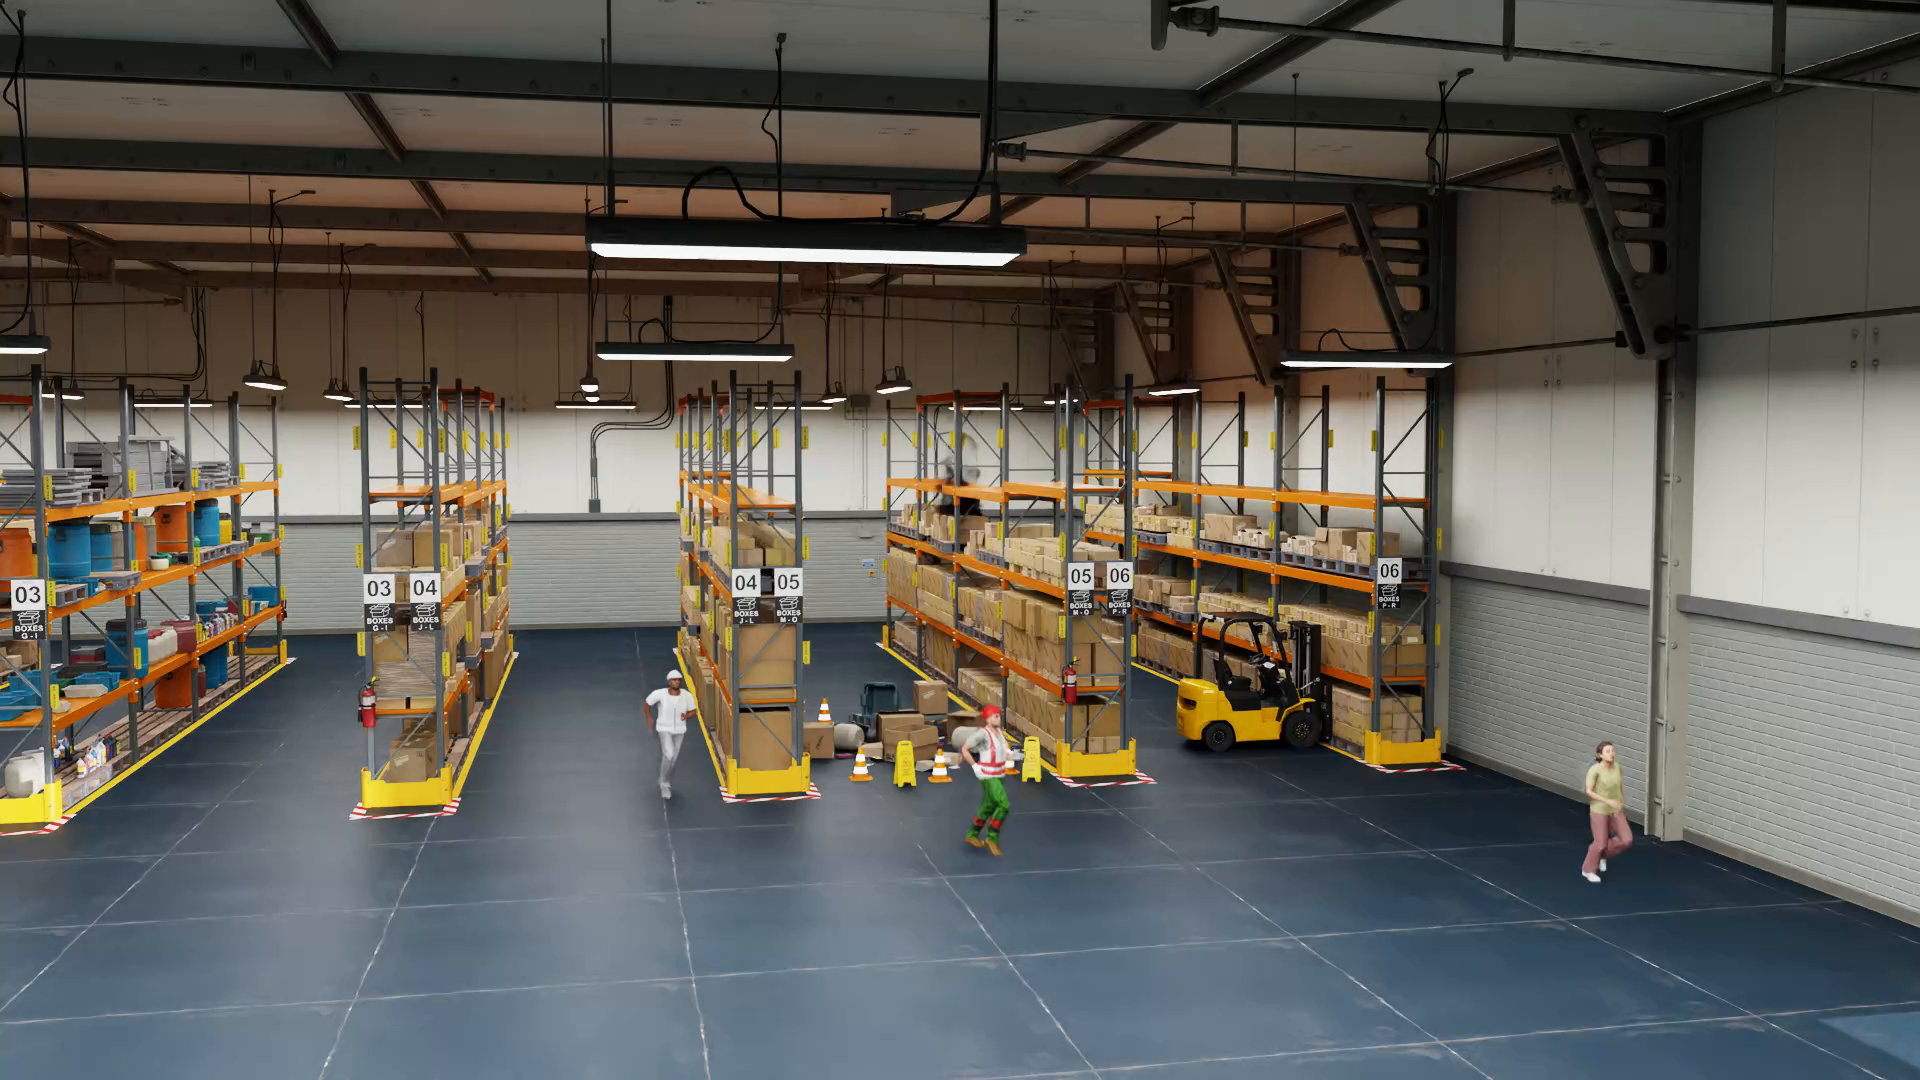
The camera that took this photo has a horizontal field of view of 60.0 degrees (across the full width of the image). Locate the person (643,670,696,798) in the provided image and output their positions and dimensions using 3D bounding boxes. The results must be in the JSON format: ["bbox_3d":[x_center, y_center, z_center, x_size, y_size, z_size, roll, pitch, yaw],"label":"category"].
[{"bbox_3d":[-4.090,2.742,23.587,0.680,1.819,0.726,-2,4,-29],"label":"person"}]

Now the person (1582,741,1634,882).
[{"bbox_3d":[7.312,3.083,18.768,0.599,1.608,0.667,-1,4,-15],"label":"person"}]

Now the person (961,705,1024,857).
[{"bbox_3d":[0.394,2.914,20.199,0.752,1.827,0.632,2,4,28],"label":"person"}]
